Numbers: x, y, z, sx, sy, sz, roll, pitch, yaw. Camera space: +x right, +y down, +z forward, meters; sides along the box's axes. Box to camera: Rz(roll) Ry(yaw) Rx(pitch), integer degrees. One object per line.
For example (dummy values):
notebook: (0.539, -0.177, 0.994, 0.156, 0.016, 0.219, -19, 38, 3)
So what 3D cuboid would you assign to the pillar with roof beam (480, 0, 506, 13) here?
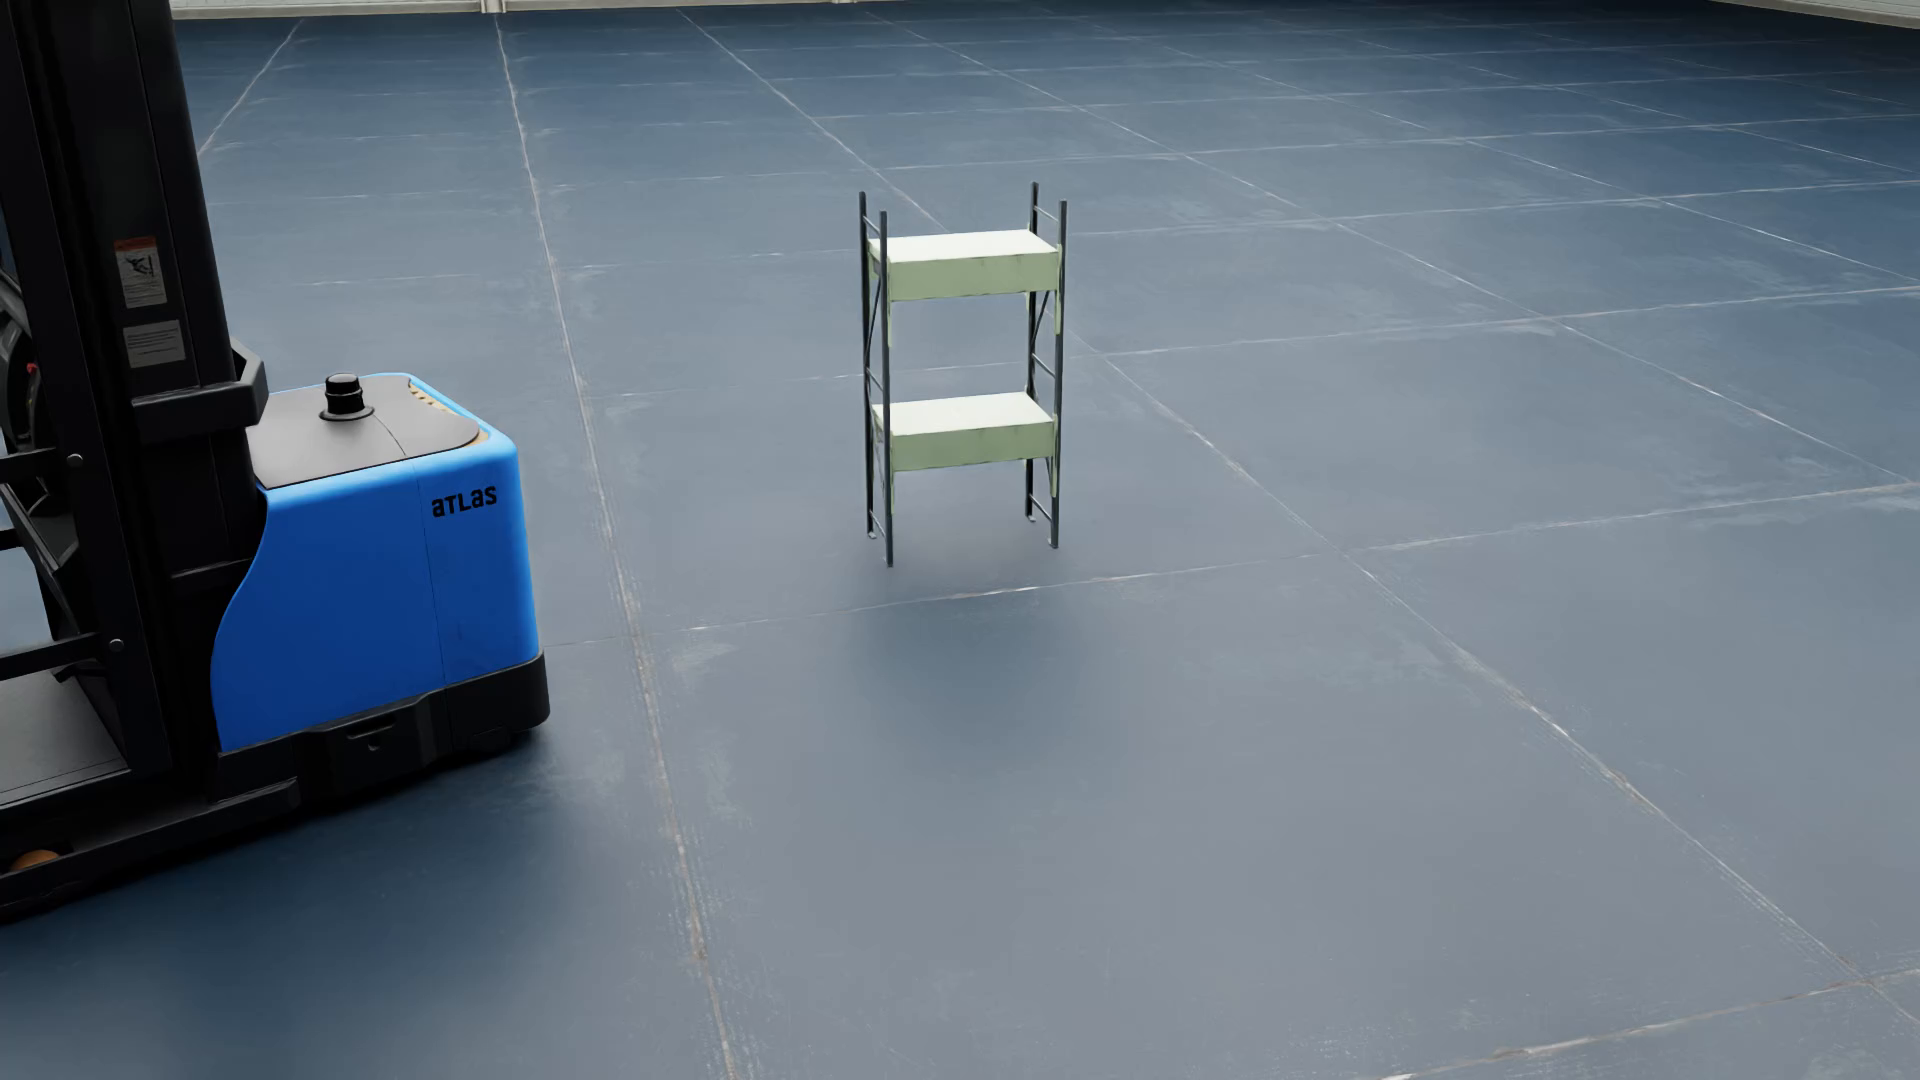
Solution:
pillar with roof beam: (-6.660, -11.364, 22.321, 0.400, 9.000, 9.100, -6, 24, -14)

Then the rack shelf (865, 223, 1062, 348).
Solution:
rack shelf: (0.006, -1.049, 6.802, 0.720, 0.370, 0.431, -6, 24, -14)

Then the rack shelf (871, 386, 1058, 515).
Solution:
rack shelf: (0.006, -0.390, 7.084, 0.720, 0.370, 0.431, -6, 24, -14)

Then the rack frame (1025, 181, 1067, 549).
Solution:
rack frame: (0.359, -0.729, 7.047, 0.023, 1.500, 0.400, -6, 24, -14)

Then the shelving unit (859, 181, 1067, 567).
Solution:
shelving unit: (0.006, -0.690, 6.956, 0.755, 1.500, 0.431, -6, 24, -14)

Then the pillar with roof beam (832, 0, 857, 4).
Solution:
pillar with roof beam: (-0.883, -12.003, 23.811, 0.400, 9.000, 9.100, -6, 24, -14)

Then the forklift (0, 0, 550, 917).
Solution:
forklift: (-2.877, -0.474, 4.637, 3.031, 2.935, 1.130, -17, 28, -34)

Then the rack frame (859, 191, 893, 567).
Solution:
rack frame: (-0.346, -0.651, 6.865, 0.023, 1.500, 0.400, -6, 24, -14)
